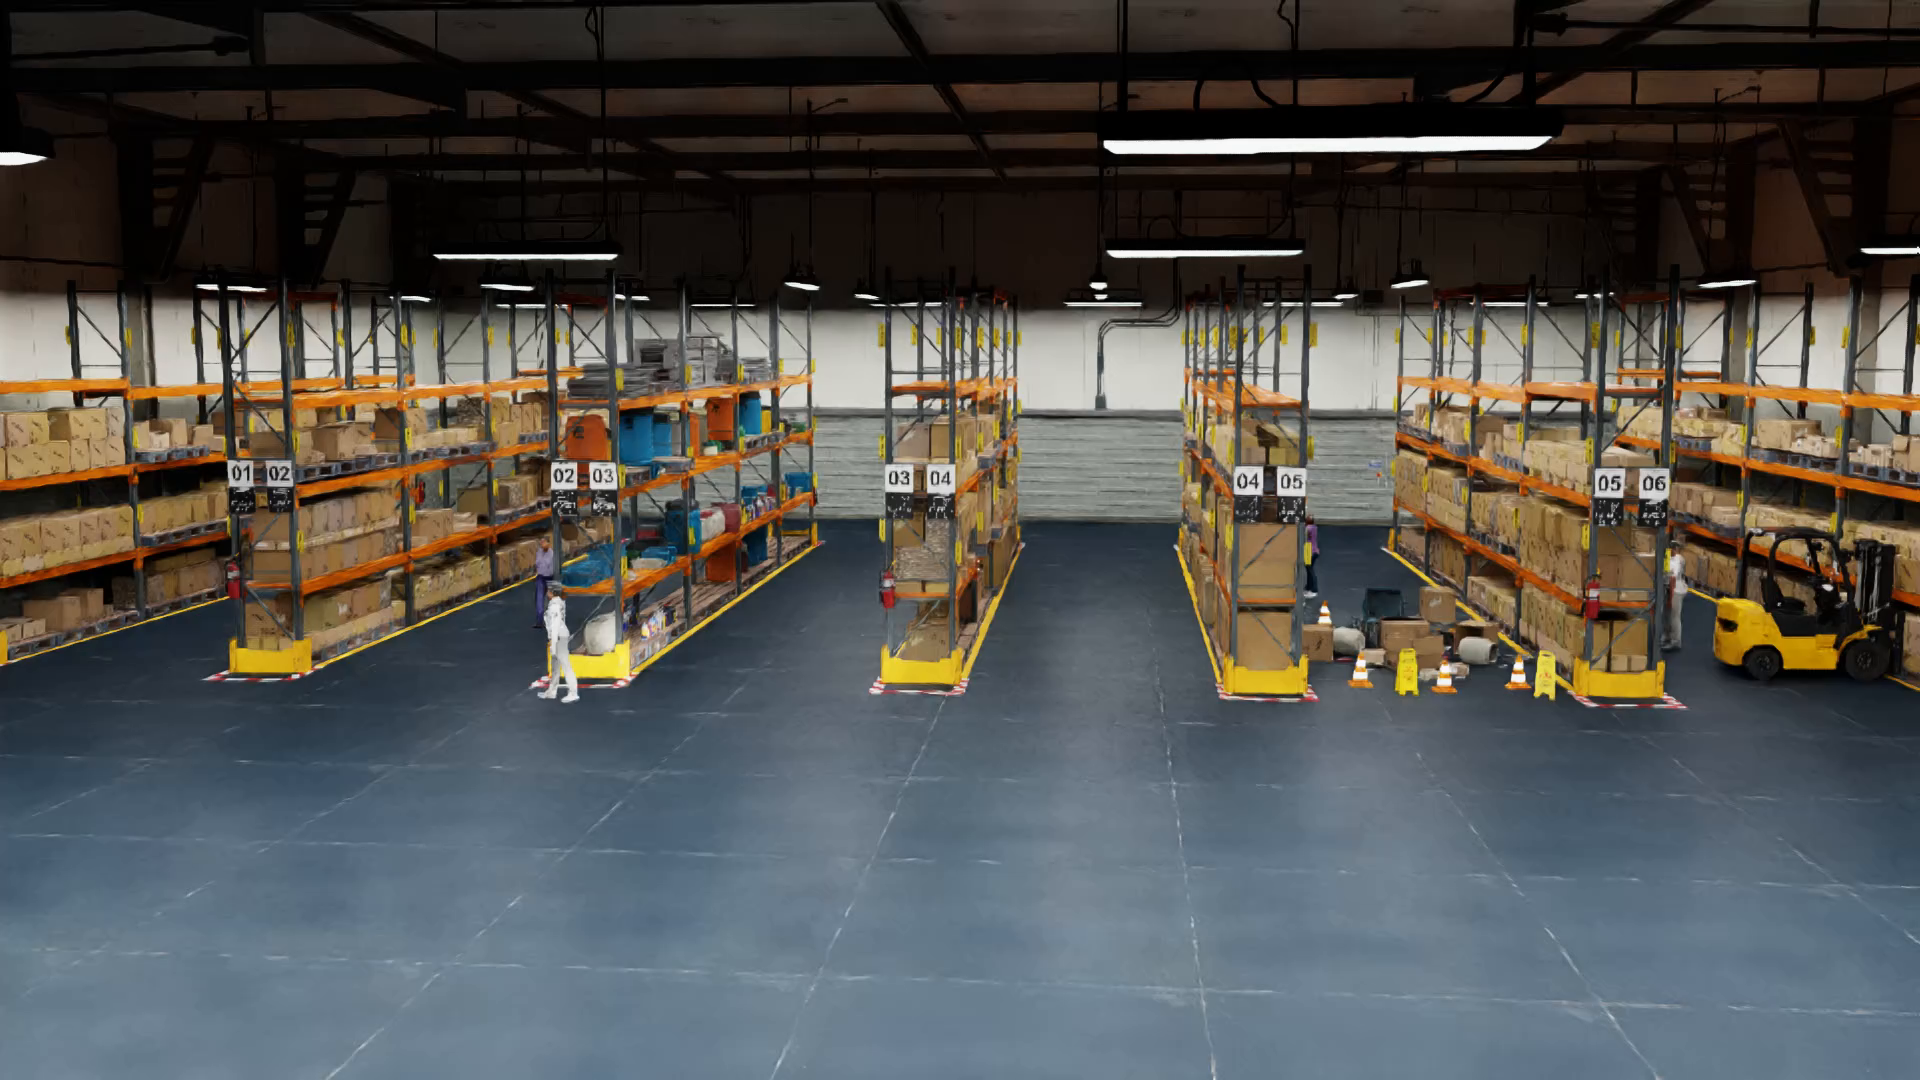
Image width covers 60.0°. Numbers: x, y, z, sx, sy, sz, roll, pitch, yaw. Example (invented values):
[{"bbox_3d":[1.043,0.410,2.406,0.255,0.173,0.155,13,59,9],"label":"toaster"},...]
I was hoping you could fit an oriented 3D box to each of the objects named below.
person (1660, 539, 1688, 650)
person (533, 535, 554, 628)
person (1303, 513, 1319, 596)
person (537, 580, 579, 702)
[{"bbox_3d":[11.440,0.872,26.794,0.504,1.759,0.588,5,8,35],"label":"person"},{"bbox_3d":[-7.147,0.703,28.922,0.493,1.589,1.000,1,7,4],"label":"person"},{"bbox_3d":[6.777,0.276,32.336,0.527,1.592,0.523,5,9,38],"label":"person"},{"bbox_3d":[-5.593,1.383,23.013,0.597,1.657,0.591,-1,7,-7],"label":"person"}]
